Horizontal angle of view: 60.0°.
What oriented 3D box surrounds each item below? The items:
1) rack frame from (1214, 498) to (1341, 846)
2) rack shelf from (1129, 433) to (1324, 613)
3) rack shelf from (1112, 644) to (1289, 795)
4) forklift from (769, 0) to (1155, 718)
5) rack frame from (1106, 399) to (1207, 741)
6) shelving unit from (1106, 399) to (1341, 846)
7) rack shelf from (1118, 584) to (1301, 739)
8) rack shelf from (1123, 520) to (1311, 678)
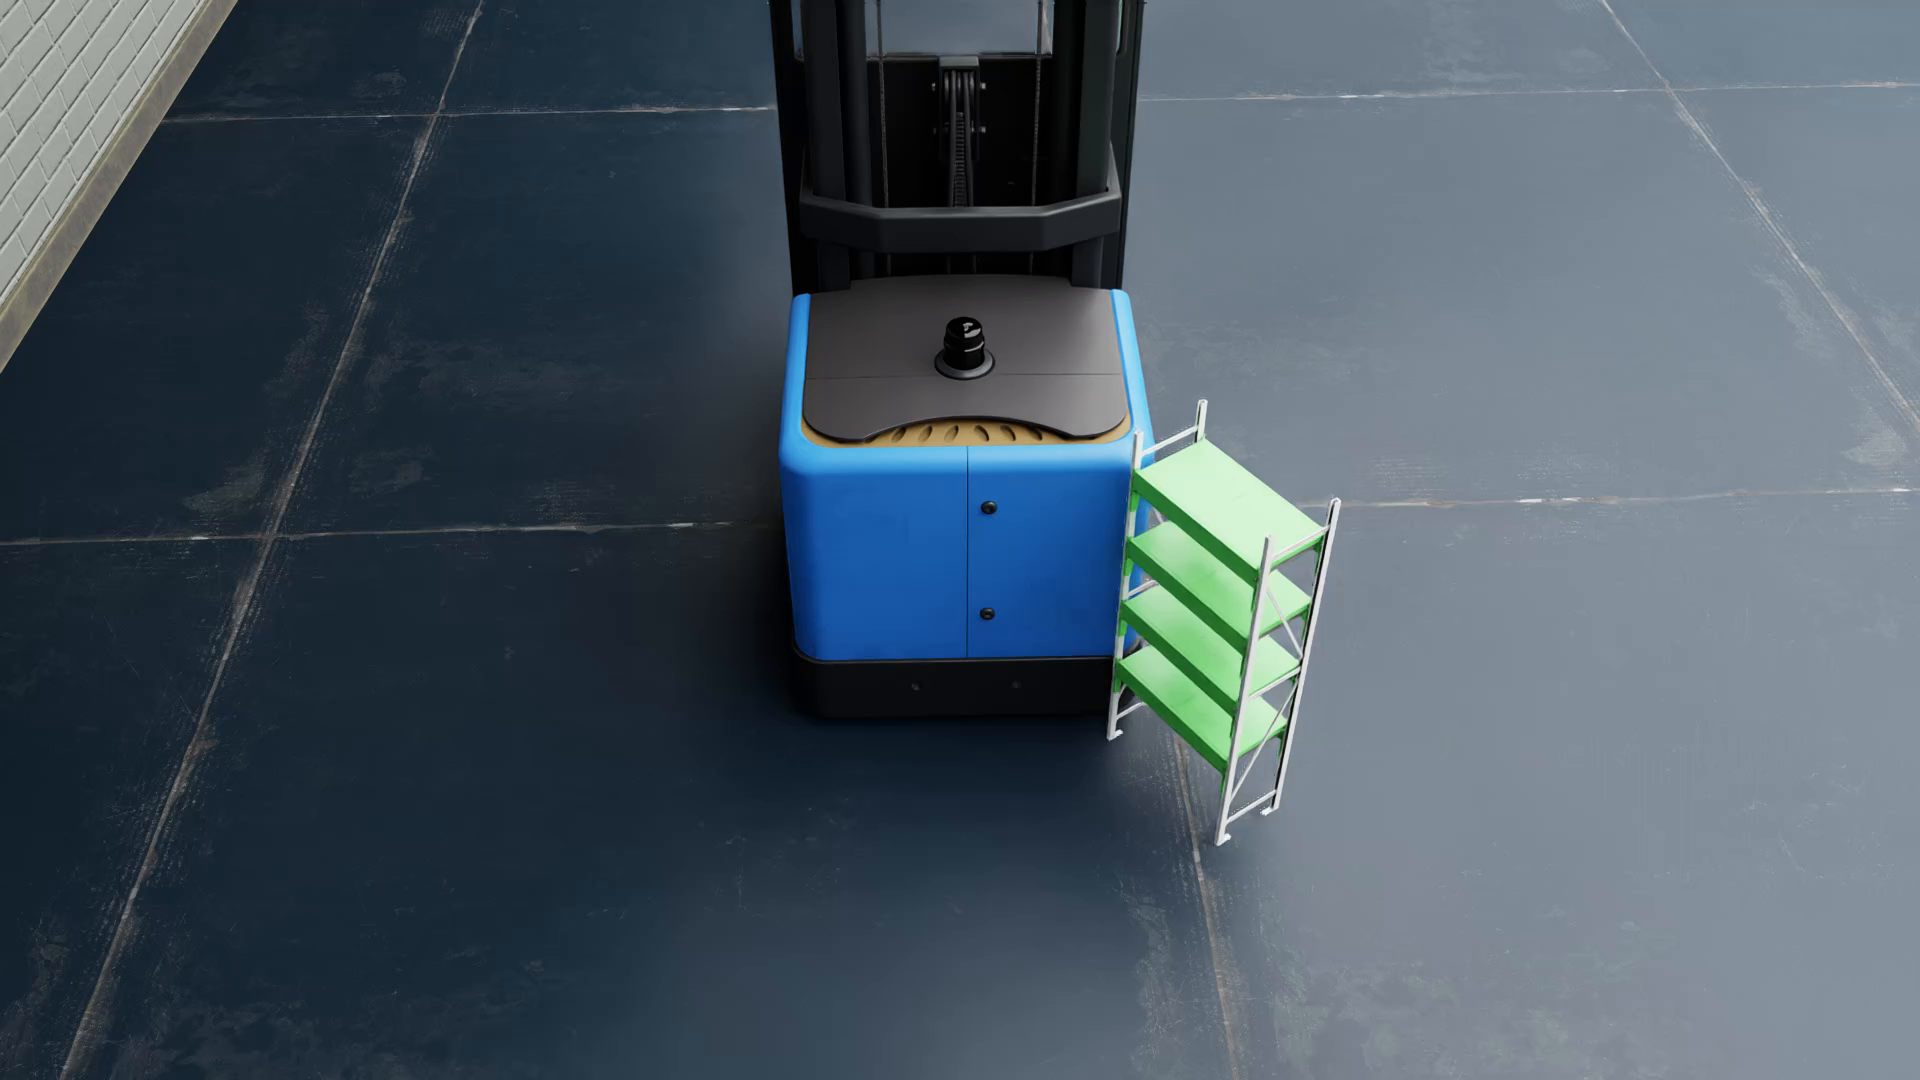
[{"bbox_3d":[0.833,0.389,4.437,0.240,1.200,0.015,-26,48,-25],"label":"rack frame"},{"bbox_3d":[0.691,-0.051,4.302,0.258,0.148,0.480,-26,48,-25],"label":"rack shelf"},{"bbox_3d":[0.691,0.479,4.789,0.258,0.148,0.480,-26,48,-25],"label":"rack shelf"},{"bbox_3d":[-0.016,-1.517,5.236,1.130,2.935,3.031,-1,43,-1],"label":"forklift"},{"bbox_3d":[0.549,0.121,4.730,0.240,1.200,0.015,-26,48,-25],"label":"rack frame"},{"bbox_3d":[0.691,0.255,4.584,0.258,1.200,0.503,-26,48,-25],"label":"shelving unit"},{"bbox_3d":[0.691,0.302,4.627,0.258,0.148,0.480,-26,48,-25],"label":"rack shelf"},{"bbox_3d":[0.691,0.125,4.464,0.258,0.148,0.480,-26,48,-25],"label":"rack shelf"}]
